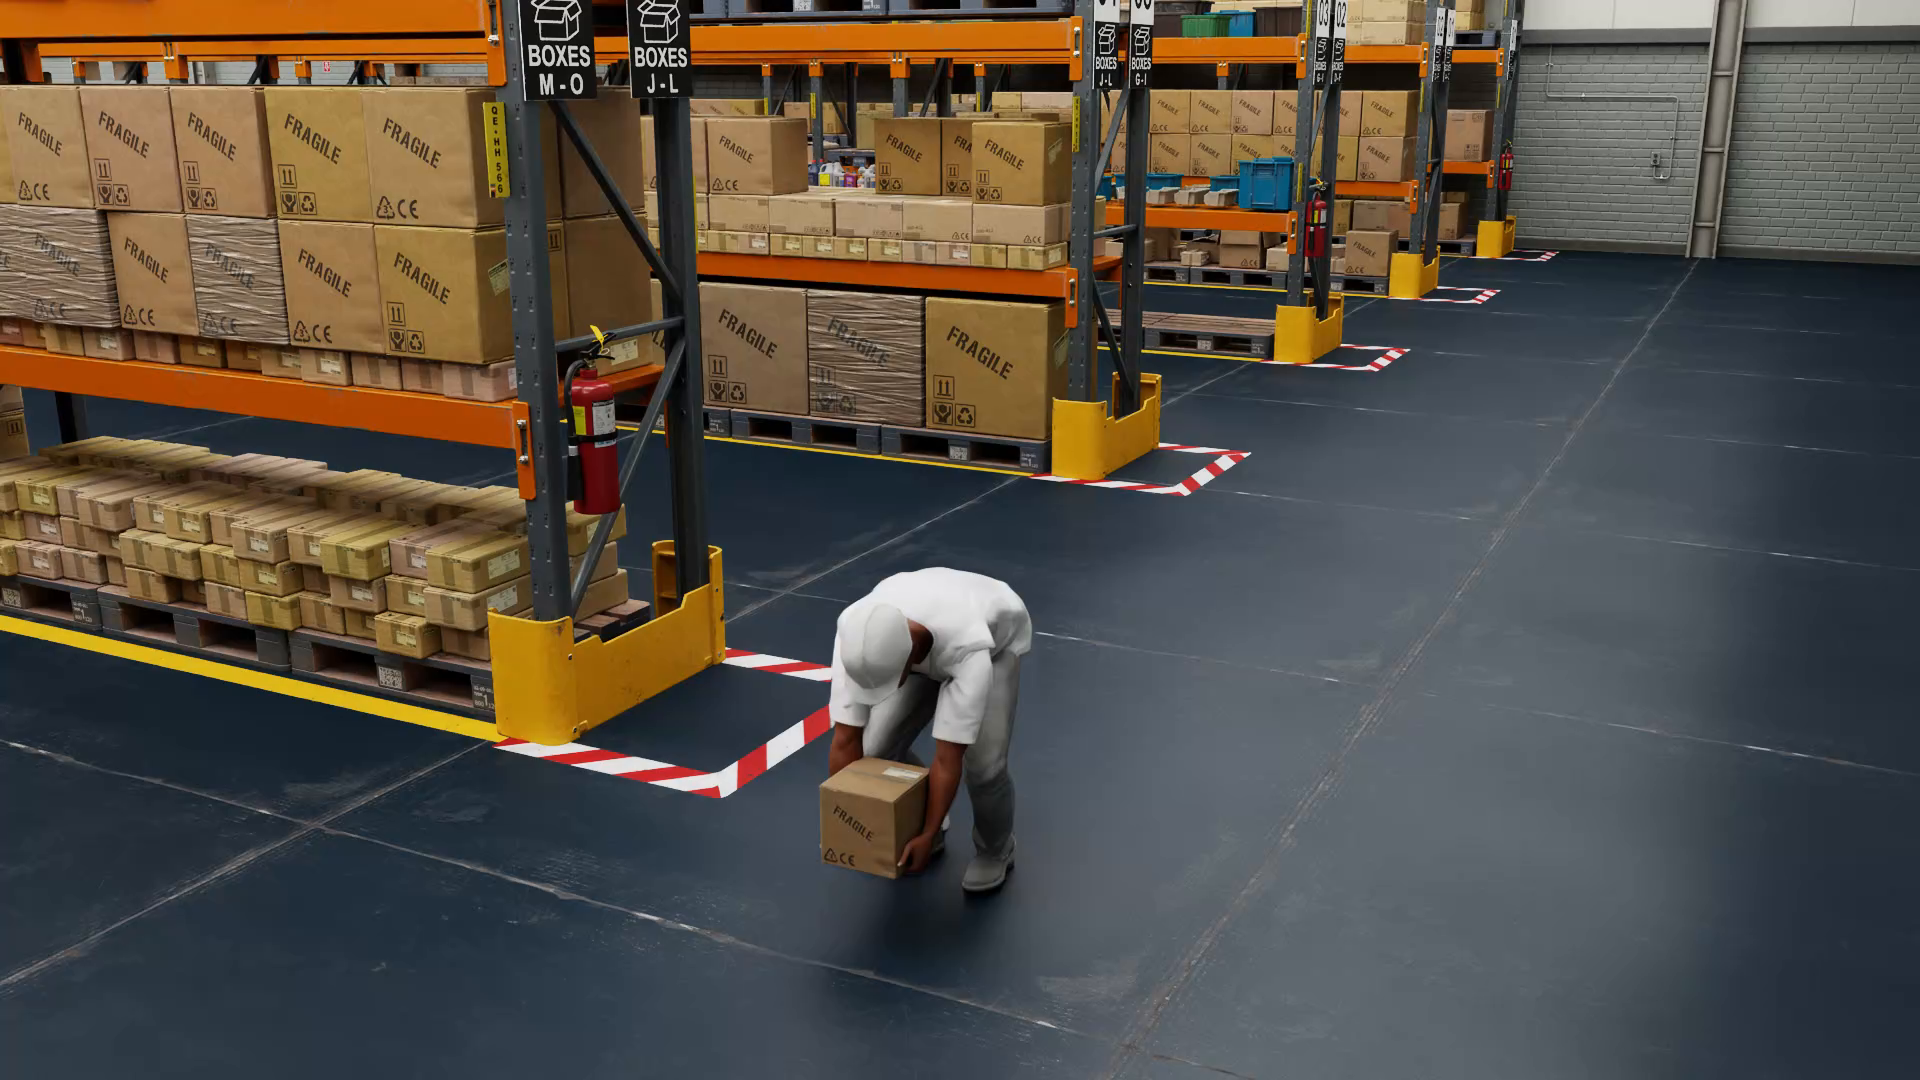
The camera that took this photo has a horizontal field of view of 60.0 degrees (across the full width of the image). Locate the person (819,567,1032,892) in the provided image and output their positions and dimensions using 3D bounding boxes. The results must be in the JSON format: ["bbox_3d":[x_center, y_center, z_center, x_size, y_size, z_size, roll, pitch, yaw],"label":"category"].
[{"bbox_3d":[-0.094,0.601,5.131,0.511,1.068,0.966,7,17,23],"label":"person"}]
